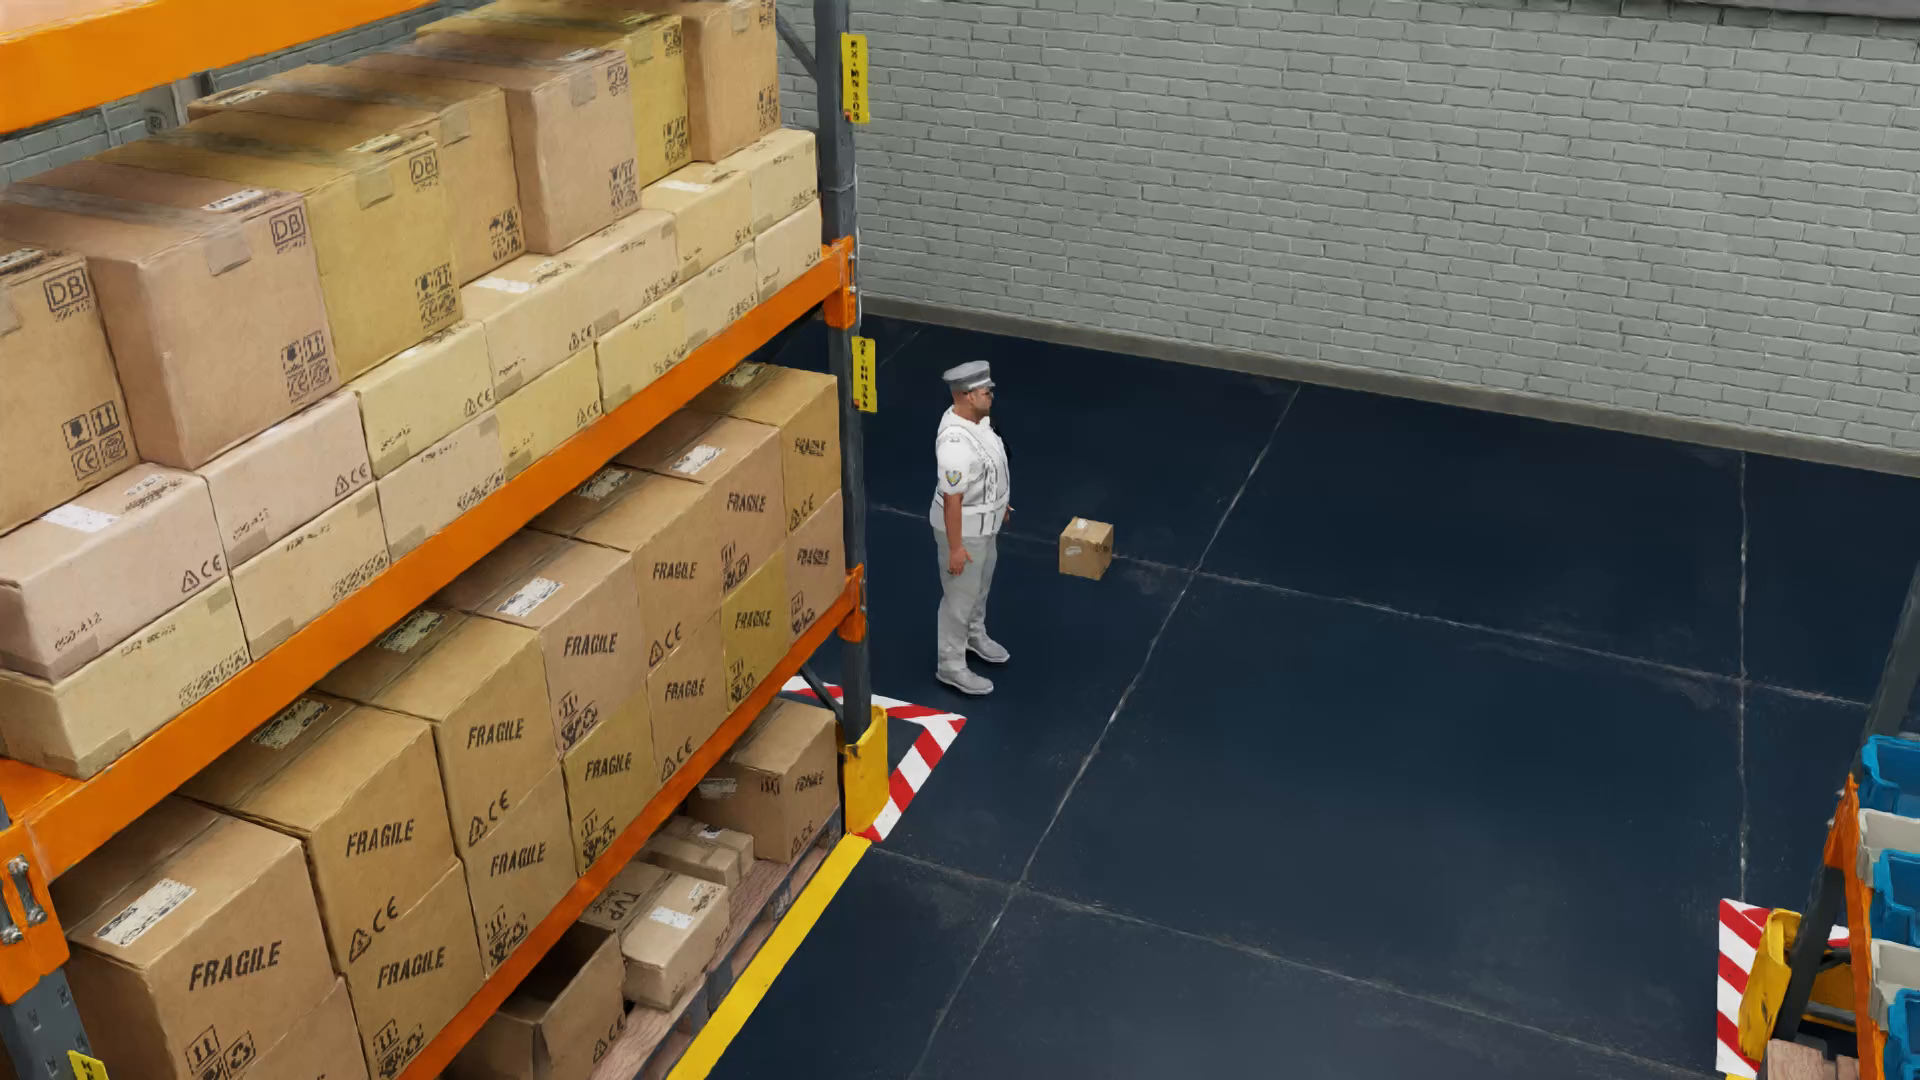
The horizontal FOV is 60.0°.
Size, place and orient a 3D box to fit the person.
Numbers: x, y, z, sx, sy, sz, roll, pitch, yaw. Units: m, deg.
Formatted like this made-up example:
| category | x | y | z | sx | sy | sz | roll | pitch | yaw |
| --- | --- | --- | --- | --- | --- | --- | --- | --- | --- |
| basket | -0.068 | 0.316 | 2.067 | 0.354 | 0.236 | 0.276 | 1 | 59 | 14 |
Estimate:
| category | x | y | z | sx | sy | sz | roll | pitch | yaw |
| --- | --- | --- | --- | --- | --- | --- | --- | --- | --- |
| person | 0.049 | -0.095 | 8.508 | 0.406 | 1.770 | 0.587 | 6 | 30 | 10 |
